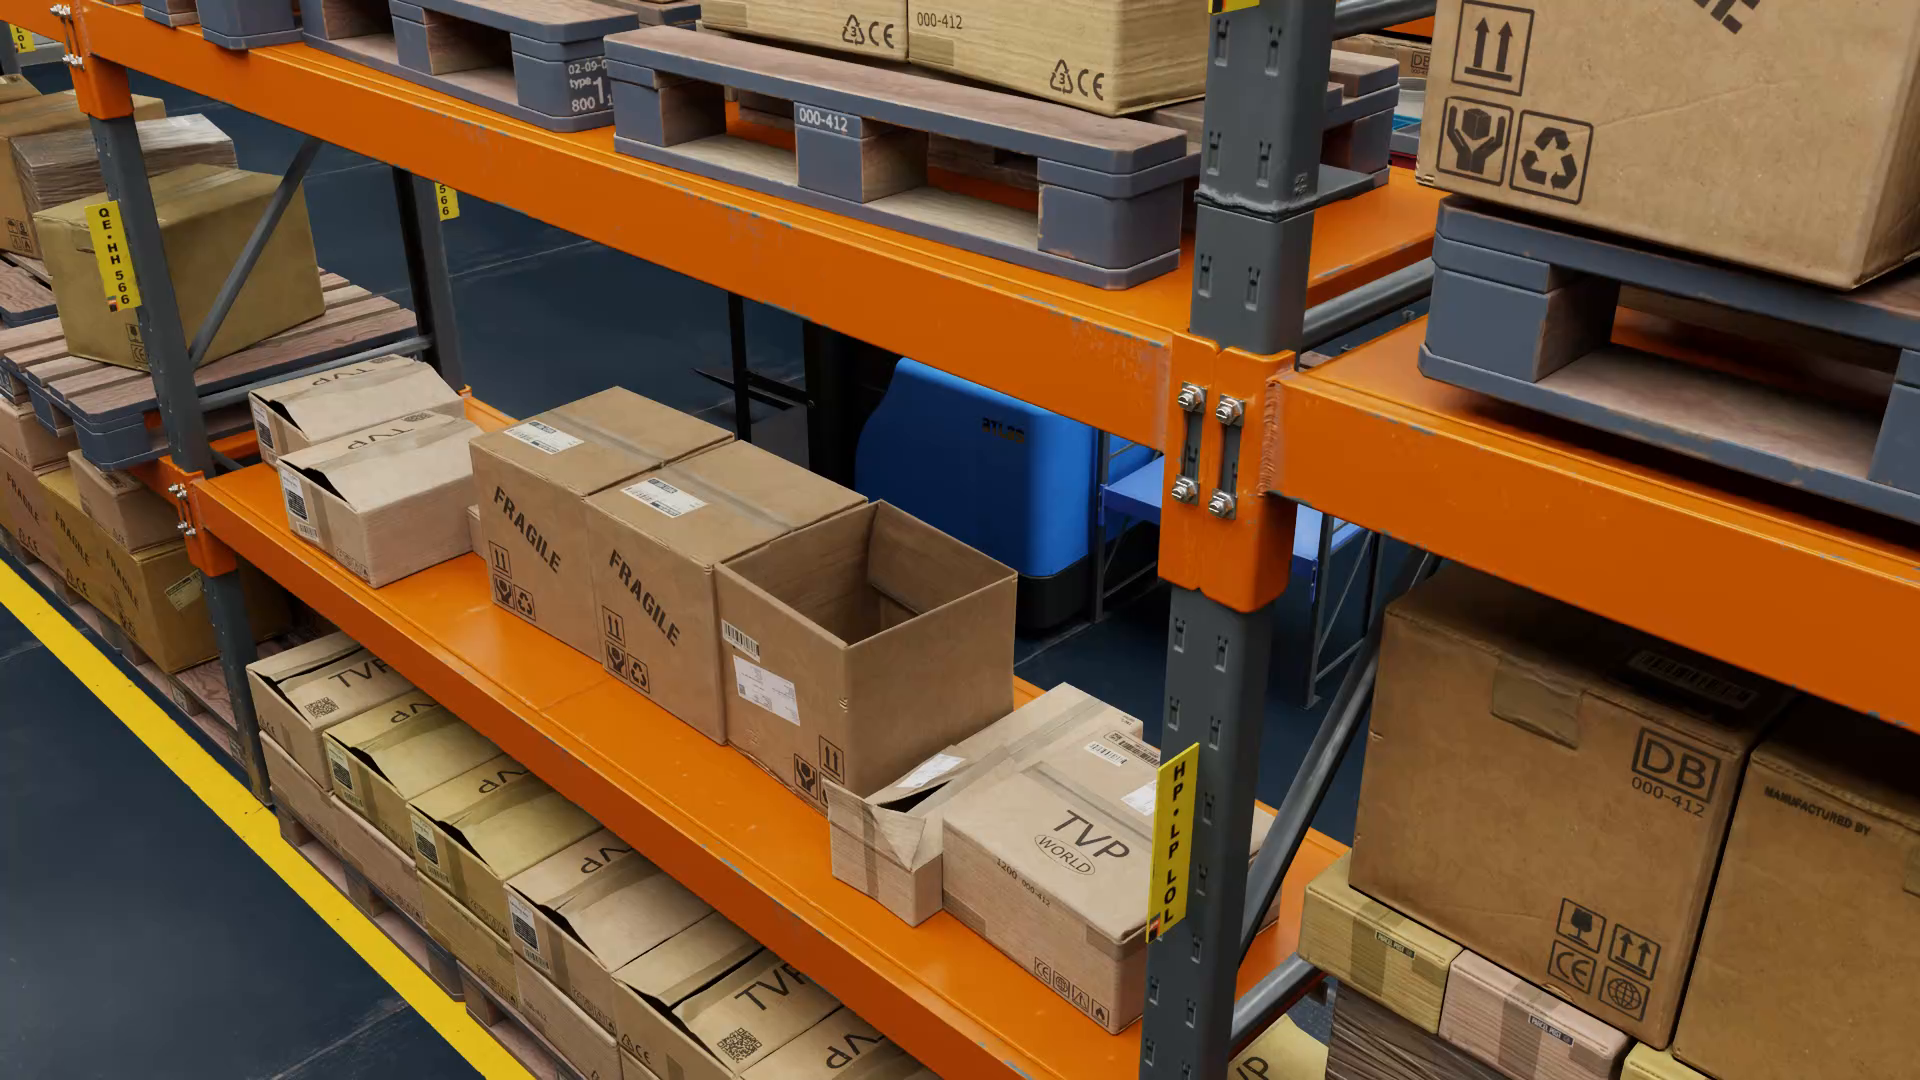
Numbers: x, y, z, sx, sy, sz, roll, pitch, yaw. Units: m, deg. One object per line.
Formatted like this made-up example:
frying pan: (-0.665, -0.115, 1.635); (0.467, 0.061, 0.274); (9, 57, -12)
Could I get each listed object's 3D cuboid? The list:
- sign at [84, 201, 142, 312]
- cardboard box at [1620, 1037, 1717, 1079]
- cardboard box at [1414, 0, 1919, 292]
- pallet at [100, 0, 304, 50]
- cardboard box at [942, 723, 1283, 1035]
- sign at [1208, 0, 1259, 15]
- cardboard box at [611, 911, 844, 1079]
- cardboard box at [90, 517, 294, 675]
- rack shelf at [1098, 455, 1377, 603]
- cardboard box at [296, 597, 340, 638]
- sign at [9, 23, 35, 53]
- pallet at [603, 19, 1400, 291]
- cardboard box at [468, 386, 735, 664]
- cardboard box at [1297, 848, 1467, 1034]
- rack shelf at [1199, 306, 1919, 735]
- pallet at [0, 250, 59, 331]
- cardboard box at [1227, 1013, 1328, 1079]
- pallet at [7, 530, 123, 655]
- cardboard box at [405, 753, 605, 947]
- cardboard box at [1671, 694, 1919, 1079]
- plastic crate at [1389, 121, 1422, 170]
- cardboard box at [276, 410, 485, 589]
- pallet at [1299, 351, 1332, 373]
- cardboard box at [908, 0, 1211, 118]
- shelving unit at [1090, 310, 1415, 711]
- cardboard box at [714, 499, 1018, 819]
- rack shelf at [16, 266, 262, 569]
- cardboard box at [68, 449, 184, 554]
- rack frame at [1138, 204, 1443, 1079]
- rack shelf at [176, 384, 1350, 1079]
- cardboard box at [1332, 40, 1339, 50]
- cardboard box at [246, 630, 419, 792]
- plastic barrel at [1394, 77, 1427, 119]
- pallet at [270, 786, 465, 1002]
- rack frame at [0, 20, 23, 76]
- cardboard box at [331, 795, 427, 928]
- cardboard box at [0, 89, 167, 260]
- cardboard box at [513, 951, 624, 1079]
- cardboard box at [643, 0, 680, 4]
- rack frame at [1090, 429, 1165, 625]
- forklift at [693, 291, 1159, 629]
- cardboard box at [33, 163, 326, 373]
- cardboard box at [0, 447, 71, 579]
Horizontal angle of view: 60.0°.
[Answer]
sign: (-2.532, -0.848, 4.980); (0.005, 0.325, 0.100); (25, 36, 38)
cardboard box: (1.114, 0.738, 2.320); (0.250, 0.149, 0.380); (23, 36, 37)
cardboard box: (0.868, -0.616, 1.767); (0.500, 0.500, 0.500); (-22, 35, -35)
pallet: (-1.612, -1.606, 4.561); (1.213, 0.211, 1.003); (-23, 36, -37)
cardboard box: (0.312, 0.672, 3.410); (0.500, 0.250, 0.500); (-23, 35, -36)
sign: (0.321, -0.761, 1.857); (0.005, 0.325, 0.100); (25, 36, 38)
cardboard box: (-0.525, 1.166, 4.210); (0.500, 0.311, 0.500); (24, 36, 38)
cardboard box: (-2.990, 0.131, 6.491); (0.500, 0.500, 0.500); (-24, 36, -37)
rack shelf: (1.114, -0.084, 6.686); (1.000, 0.185, 0.538); (22, 35, 35)
cardboard box: (-2.282, 0.115, 6.522); (0.500, 0.500, 0.500); (-23, 36, -37)
sign: (-4.624, -2.557, 8.145); (0.005, 0.325, 0.100); (25, 36, 38)
pallet: (0.056, -0.775, 2.983); (1.217, 0.209, 0.805); (23, 35, 36)
cardboard box: (-0.950, -0.056, 4.526); (0.500, 0.500, 0.500); (22, 35, 36)
cardboard box: (0.750, 0.572, 2.634); (0.250, 0.149, 0.380); (25, 36, 38)
rack shelf: (2.120, 0.395, 1.326); (4.000, 0.370, 1.077); (25, 36, 38)
pallet: (-3.548, -1.102, 6.828); (1.213, 0.211, 1.003); (25, 36, 38)
cardboard box: (0.574, 1.317, 3.923); (0.500, 0.311, 0.500); (25, 37, 39)
pallet: (-3.530, 0.027, 7.473); (1.213, 0.211, 1.003); (25, 36, 38)
cardboard box: (-1.248, 0.833, 4.843); (0.500, 0.311, 0.500); (23, 36, 37)
cardboard box: (1.376, 0.440, 2.188); (0.500, 0.500, 0.700); (24, 36, 38)
plastic crate: (2.255, -1.596, 7.493); (0.583, 0.464, 0.402); (25, 36, 38)
cardboard box: (-1.656, -0.158, 4.923); (0.500, 0.311, 0.500); (24, 36, 38)
pallet: (1.842, -0.696, 8.847); (1.213, 0.211, 1.003); (25, 36, 38)
cardboard box: (0.261, -0.900, 2.725); (0.500, 0.250, 0.500); (-21, 34, -34)
shelving unit: (1.114, -0.244, 6.602); (1.048, 1.500, 0.538); (22, 35, 35)
cardboard box: (-0.218, 0.279, 3.888); (0.500, 0.500, 0.500); (-22, 35, -36)
rack shelf: (-3.584, -0.888, 6.988); (4.000, 0.370, 1.077); (25, 36, 38)
cardboard box: (-3.033, -0.218, 6.349); (0.500, 0.250, 0.500); (-24, 36, -37)
rack frame: (0.694, 0.752, 3.098); (0.127, 3.000, 1.000); (25, 36, 38)
rack shelf: (-0.732, 0.417, 4.506); (4.000, 0.370, 1.077); (25, 36, 38)
cardboard box: (3.046, -3.897, 13.770); (0.875, 0.875, 1.225); (23, 36, 37)
cardboard box: (-1.991, 0.498, 5.481); (0.500, 0.311, 0.500); (-24, 36, -38)
plastic barrel: (2.200, -1.981, 8.174); (0.421, 0.512, 0.421); (0, 28, 0)
pallet: (-1.599, 0.962, 5.693); (1.213, 0.211, 1.003); (25, 36, 38)
rack frame: (-5.011, -1.859, 8.062); (0.127, 3.000, 1.000); (25, 36, 38)
cardboard box: (-1.632, 0.910, 5.300); (0.500, 0.250, 0.500); (23, 36, 37)
cardboard box: (-3.707, -1.533, 6.884); (0.500, 0.500, 0.700); (15, 31, 26)
cardboard box: (-0.891, 1.245, 4.663); (0.500, 0.250, 0.500); (-24, 36, -38)
cardboard box: (-0.626, -1.340, 3.562); (0.500, 0.250, 0.500); (21, 34, 34)
rack frame: (0.726, -0.397, 6.893); (0.032, 1.500, 0.500); (22, 35, 35)
forklift: (-0.479, -1.486, 7.426); (3.031, 2.935, 1.130); (21, 35, 35)
cardboard box: (-2.686, -0.952, 5.778); (0.500, 0.500, 0.700); (12, 30, 22)
cardboard box: (-3.737, -0.207, 7.134); (0.500, 0.500, 0.500); (23, 35, 37)
